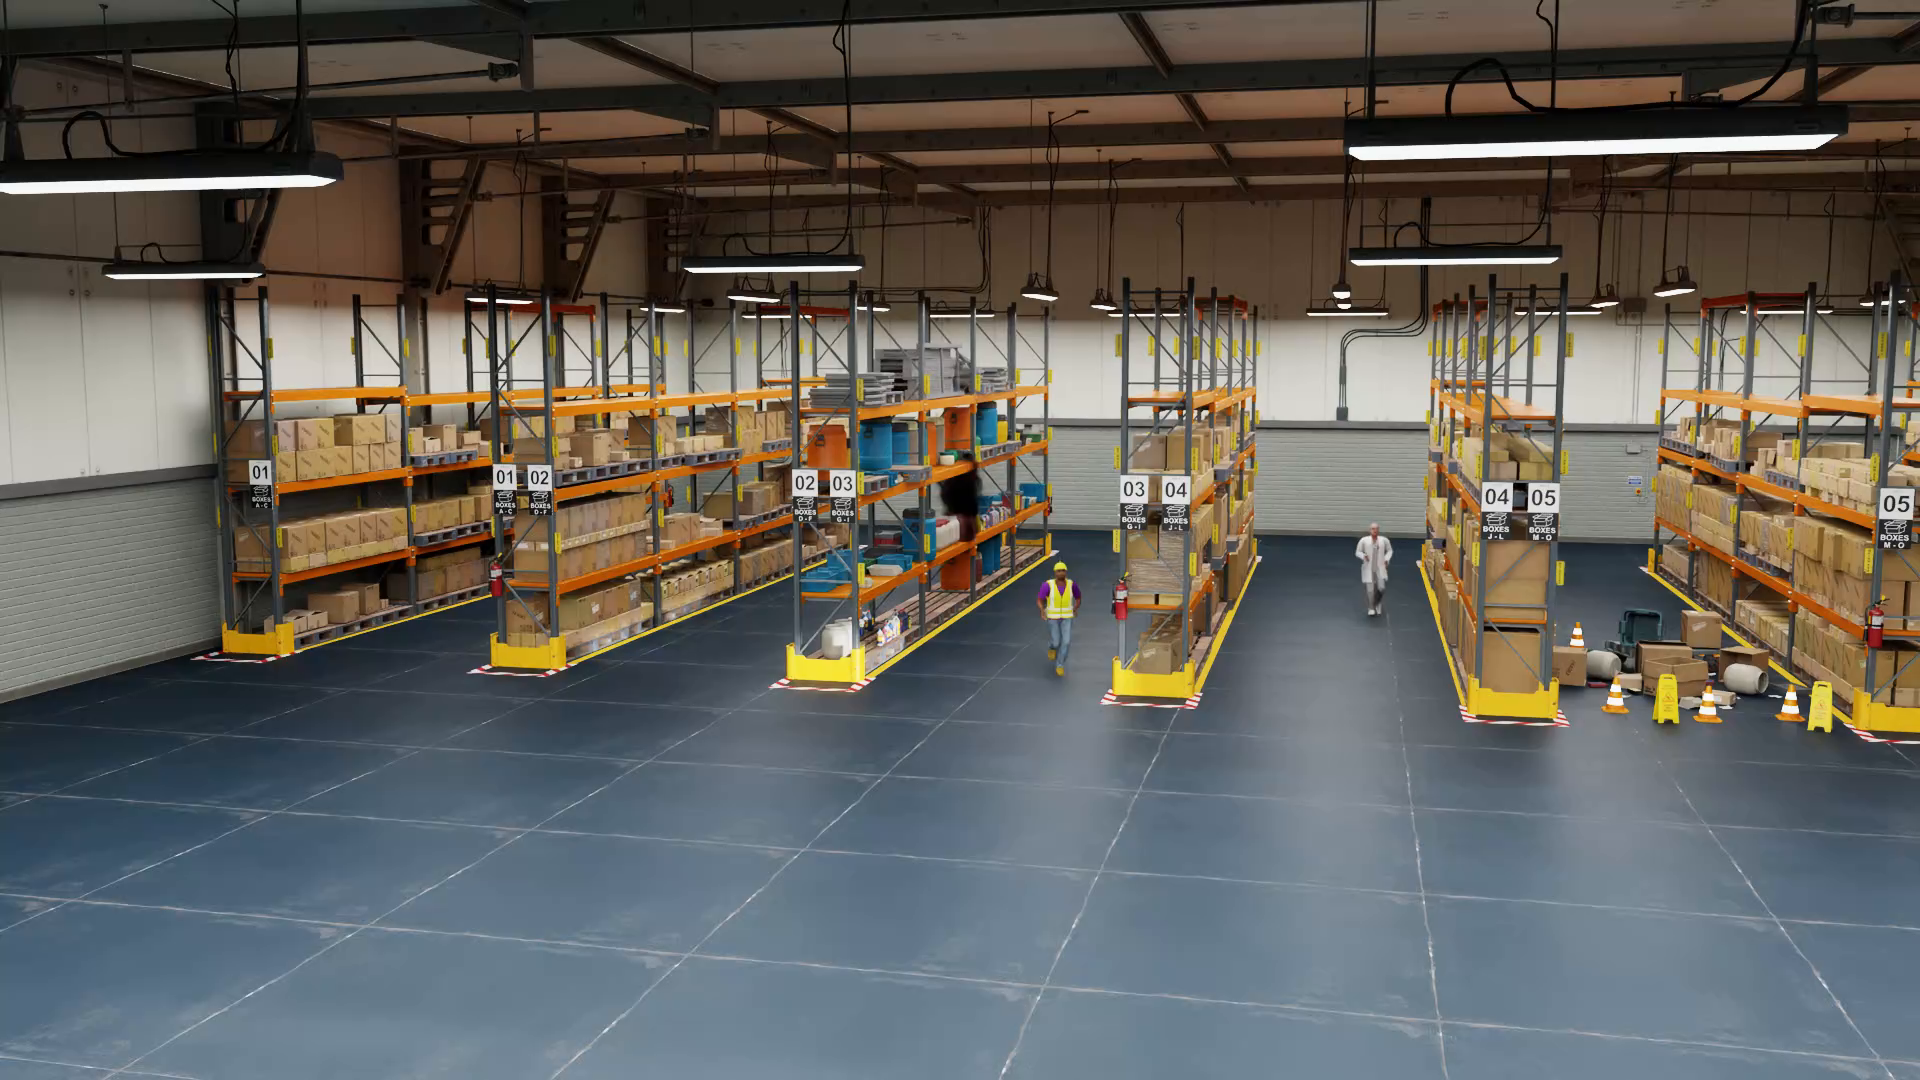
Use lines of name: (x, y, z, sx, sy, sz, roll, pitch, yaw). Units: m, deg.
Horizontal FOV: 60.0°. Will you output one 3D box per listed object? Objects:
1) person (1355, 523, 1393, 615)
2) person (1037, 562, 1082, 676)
person: (7.756, 0.561, 31.093, 0.698, 1.735, 0.633, 1, 7, 7)
person: (1.551, 1.202, 25.806, 0.710, 1.737, 0.654, -1, 7, -5)
